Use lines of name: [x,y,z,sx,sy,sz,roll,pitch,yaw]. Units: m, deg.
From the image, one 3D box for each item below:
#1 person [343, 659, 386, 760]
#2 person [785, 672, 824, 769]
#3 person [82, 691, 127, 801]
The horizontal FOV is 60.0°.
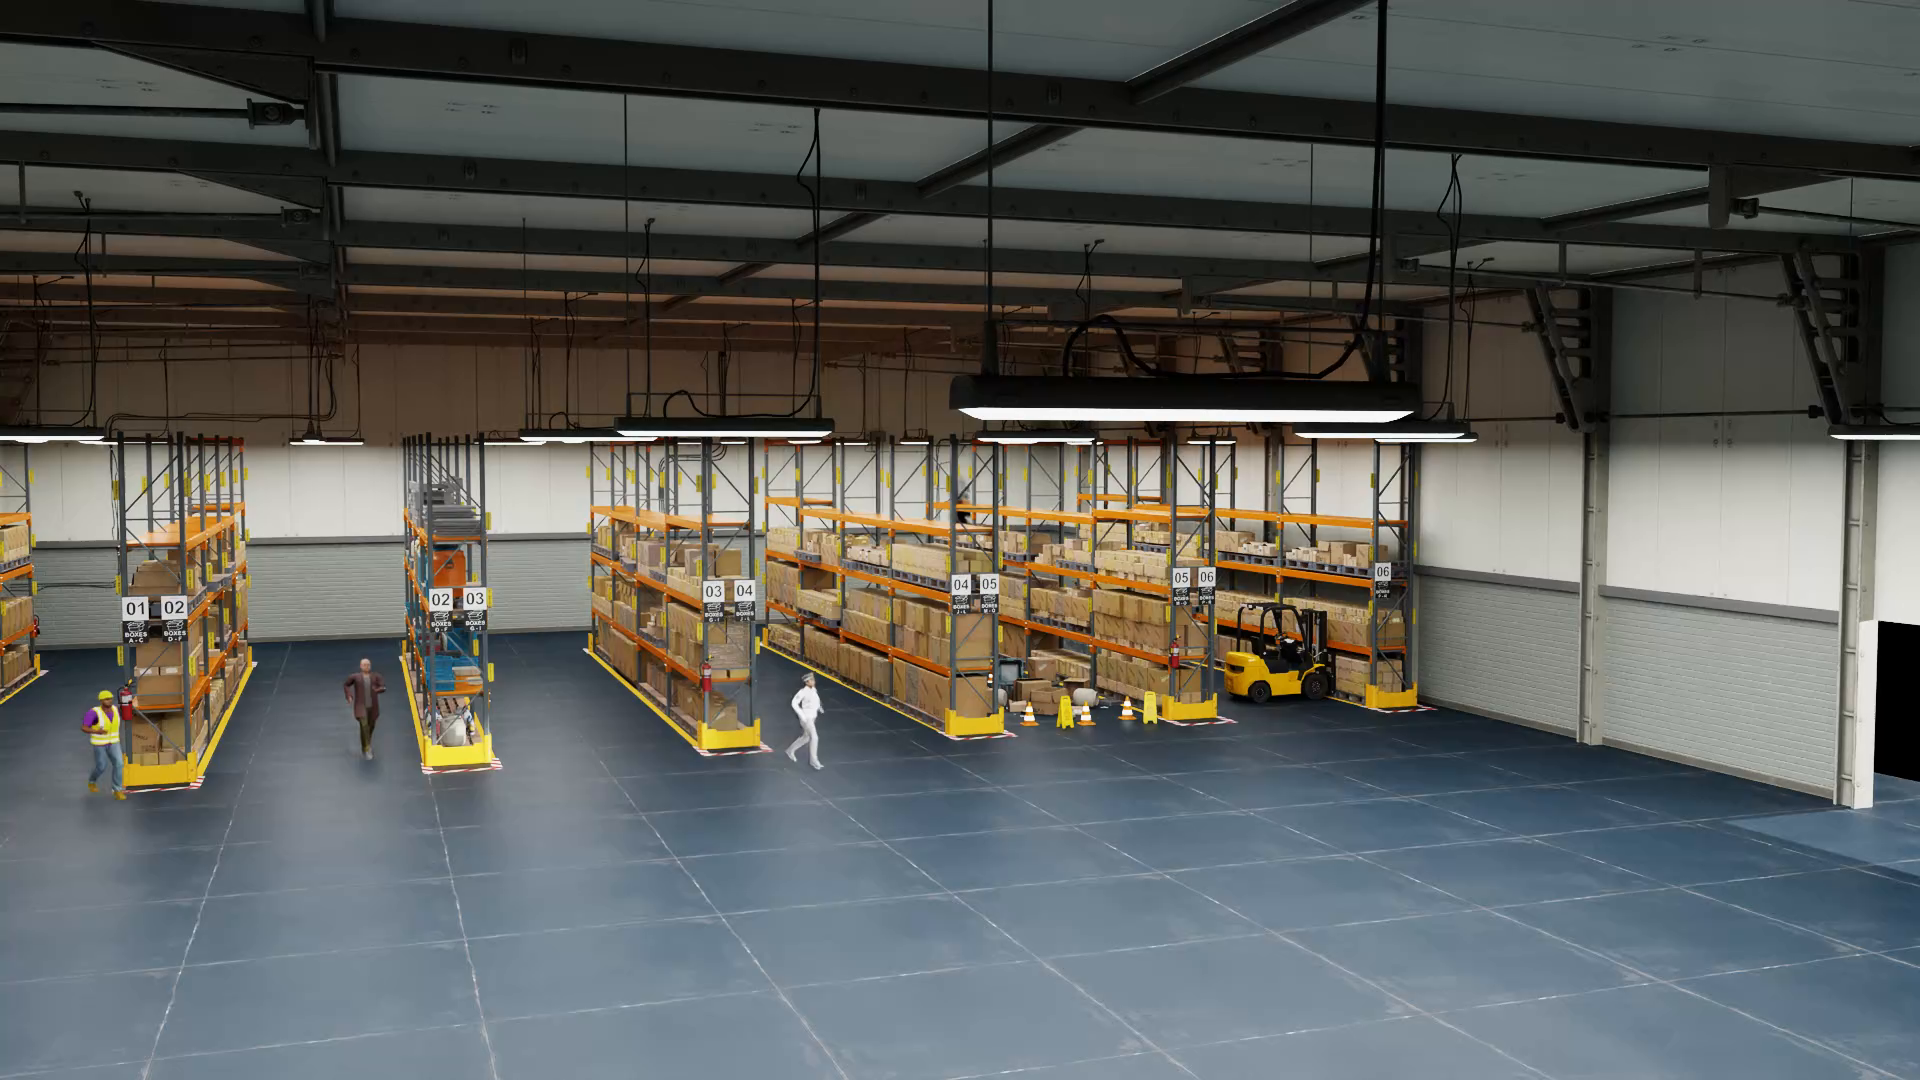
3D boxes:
person: [-11.000,3.104,30.804,0.686,1.809,0.988,-2,4,-36]
person: [-2.786,3.227,29.848,0.806,1.726,0.610,1,3,23]
person: [-13.974,3.337,27.170,0.949,1.773,0.729,2,4,35]
